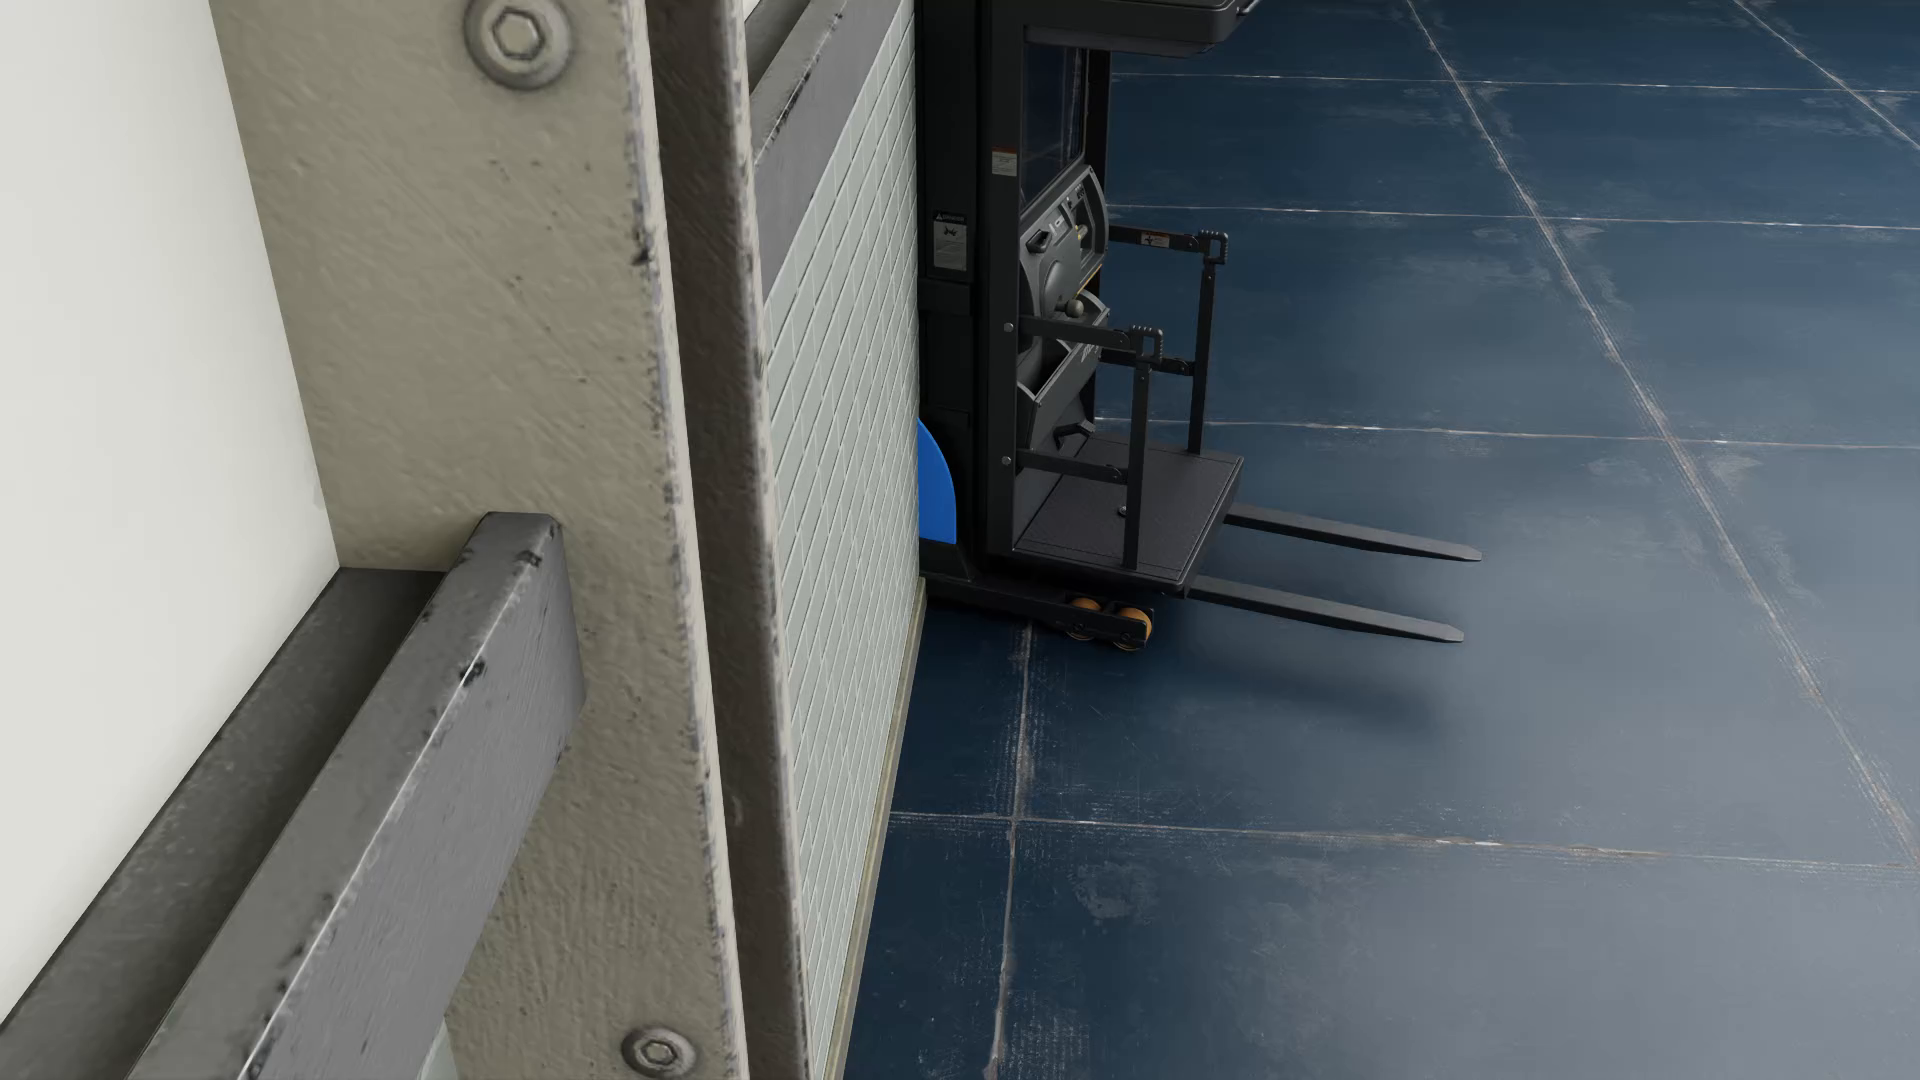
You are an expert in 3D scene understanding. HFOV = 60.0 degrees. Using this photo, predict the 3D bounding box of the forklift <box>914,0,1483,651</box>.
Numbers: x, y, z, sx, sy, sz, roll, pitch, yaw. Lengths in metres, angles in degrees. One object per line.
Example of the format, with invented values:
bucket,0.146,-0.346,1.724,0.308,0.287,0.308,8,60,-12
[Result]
forklift,0.587,-1.128,6.287,3.031,2.935,1.130,11,33,18
